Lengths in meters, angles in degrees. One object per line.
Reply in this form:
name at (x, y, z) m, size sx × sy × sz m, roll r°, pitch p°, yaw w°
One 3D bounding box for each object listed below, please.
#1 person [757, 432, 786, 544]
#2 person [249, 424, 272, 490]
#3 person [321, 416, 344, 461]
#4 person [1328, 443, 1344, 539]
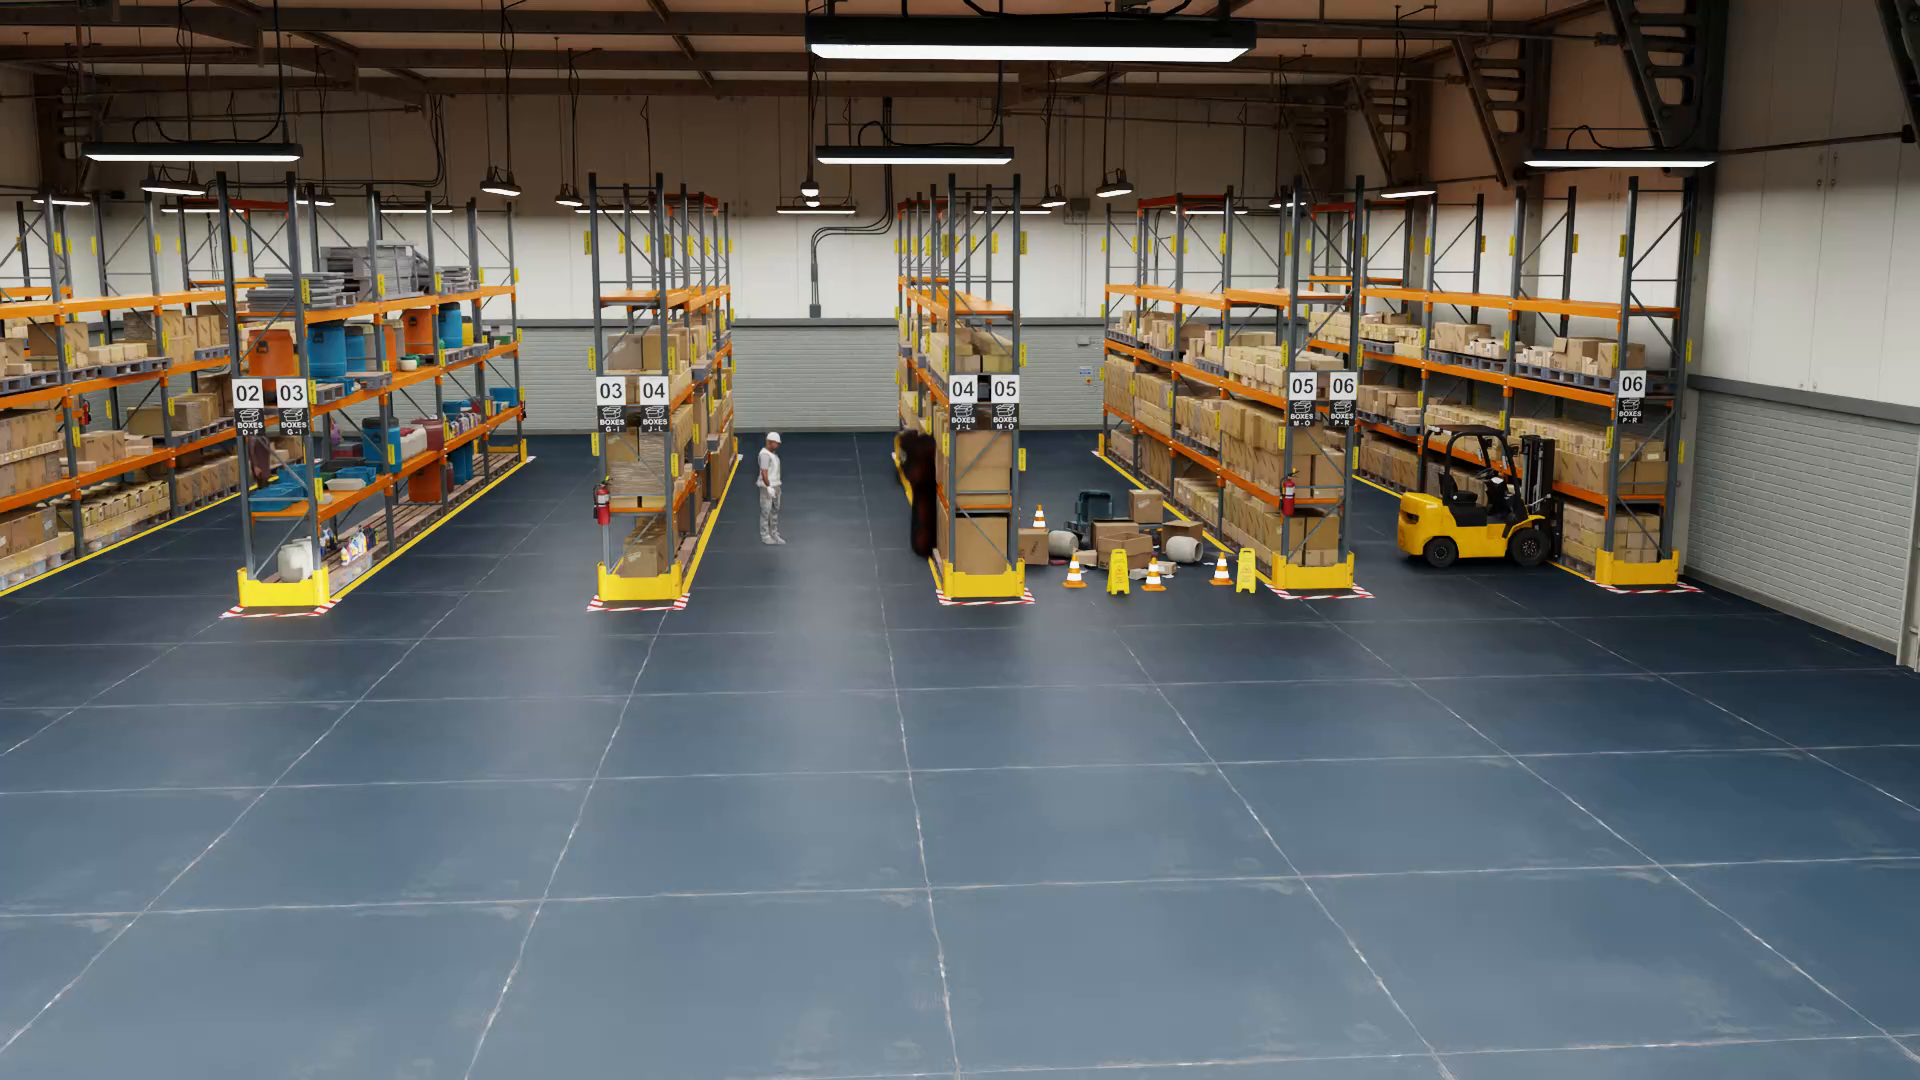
person at (-3.050, -0.818, 26.647) m, size 0.547 × 1.826 × 0.606 m, roll 5°, pitch 11°, yaw 28°
person at (-13.088, -1.378, 31.334) m, size 0.475 × 1.773 × 0.638 m, roll -2°, pitch 10°, yaw -13°
person at (-12.891, -1.794, 34.356) m, size 0.528 × 1.546 × 0.736 m, roll 0°, pitch 10°, yaw -1°
person at (6.490, -0.845, 28.697) m, size 0.425 × 1.676 × 0.460 m, roll 5°, pitch 11°, yaw 26°
